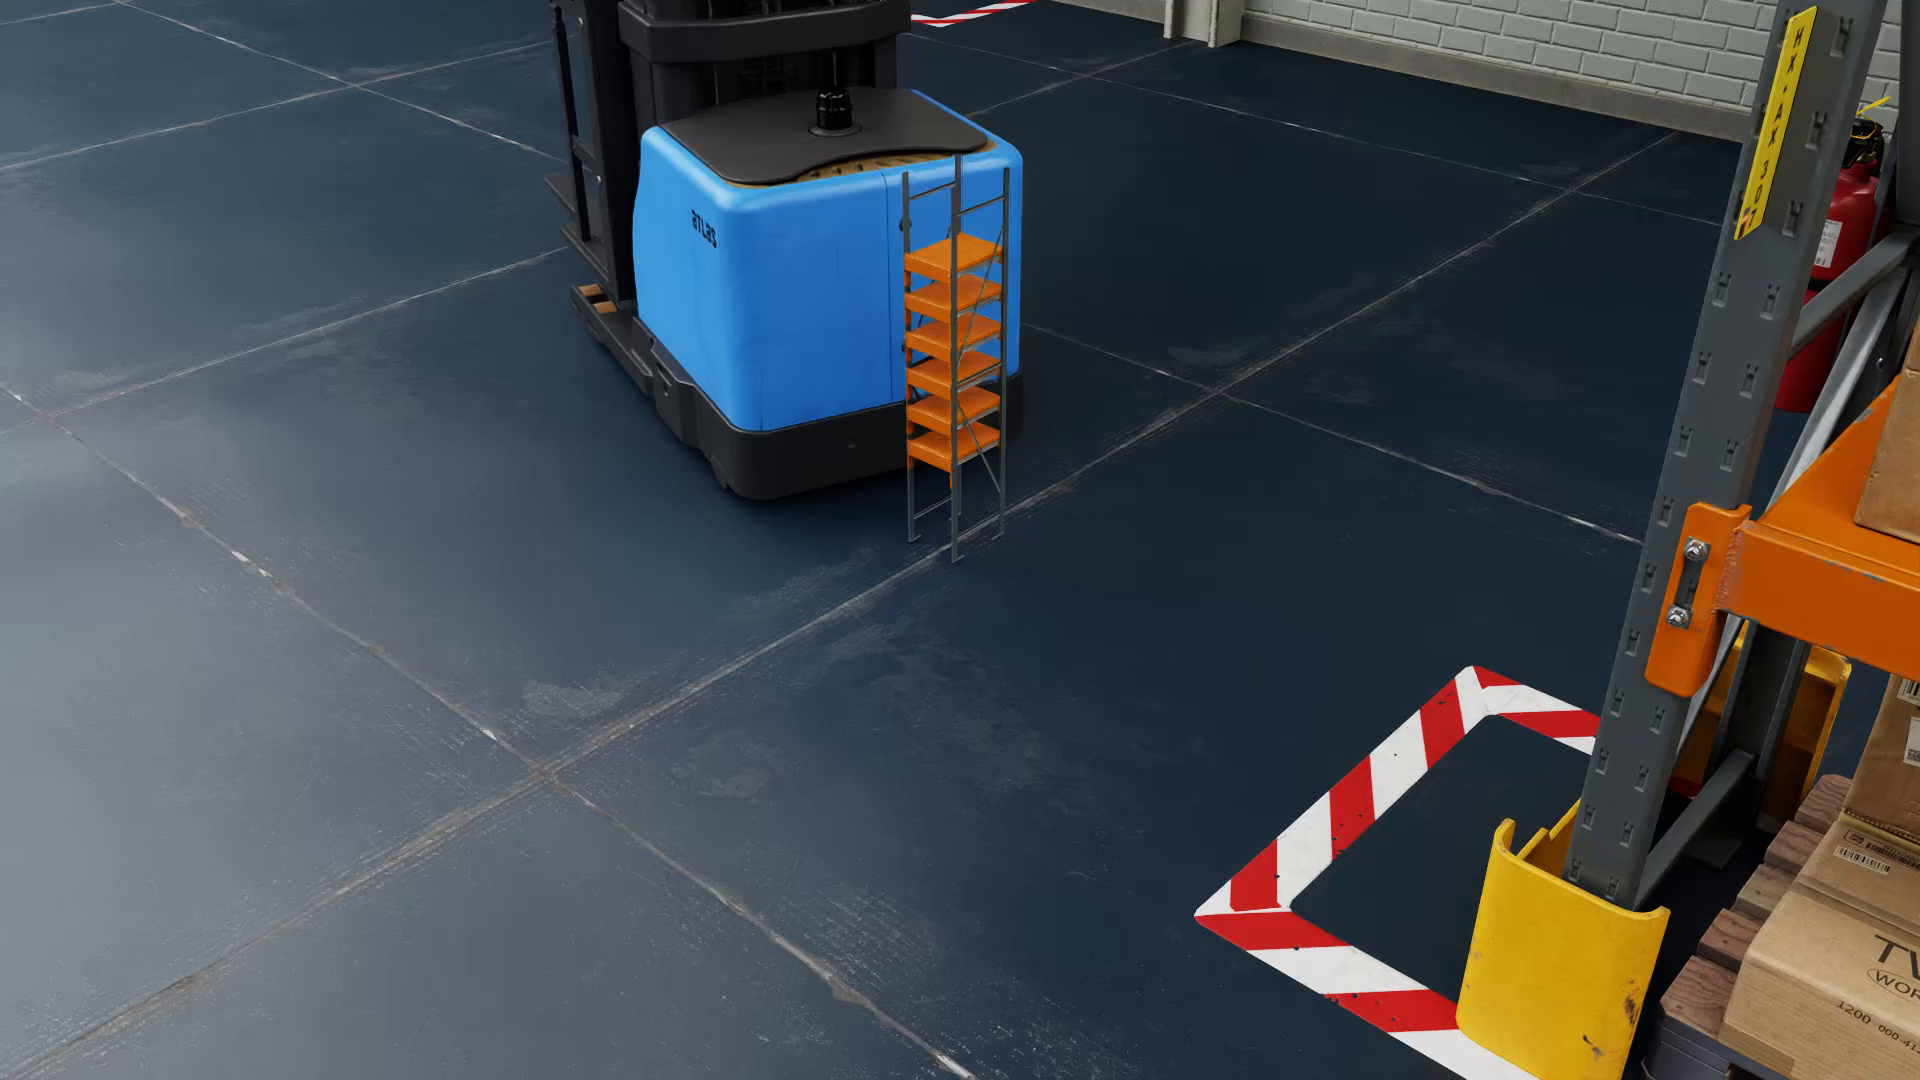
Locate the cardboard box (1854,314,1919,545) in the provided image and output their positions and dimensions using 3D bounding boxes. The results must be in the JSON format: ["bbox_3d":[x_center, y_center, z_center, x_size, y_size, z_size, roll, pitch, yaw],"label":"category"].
[{"bbox_3d":[1.905,-0.287,2.721,0.500,0.500,0.700,25,39,35],"label":"cardboard box"}]

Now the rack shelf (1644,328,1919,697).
[{"bbox_3d":[3.050,0.590,2.059,4.000,0.370,1.077,25,39,35],"label":"rack shelf"}]

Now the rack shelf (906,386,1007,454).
[{"bbox_3d":[-0.011,-0.378,5.034,0.180,0.103,0.258,25,39,35],"label":"rack shelf"}]

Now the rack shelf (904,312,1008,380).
[{"bbox_3d":[-0.011,-0.584,4.910,0.180,0.103,0.258,25,39,35],"label":"rack shelf"}]

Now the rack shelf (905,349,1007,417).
[{"bbox_3d":[-0.011,-0.481,4.972,0.180,0.103,0.258,25,39,35],"label":"rack shelf"}]

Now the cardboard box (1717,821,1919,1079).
[{"bbox_3d":[1.816,0.859,3.174,0.500,0.250,0.500,25,39,35],"label":"cardboard box"}]

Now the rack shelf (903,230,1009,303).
[{"bbox_3d":[-0.011,-0.789,4.786,0.180,0.103,0.258,25,39,35],"label":"rack shelf"}]

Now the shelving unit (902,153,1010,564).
[{"bbox_3d":[-0.011,-0.519,4.949,0.189,1.200,0.258,25,39,35],"label":"shelving unit"}]

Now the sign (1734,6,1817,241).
[{"bbox_3d":[1.191,-0.605,2.430,0.005,0.325,0.100,25,39,35],"label":"sign"}]

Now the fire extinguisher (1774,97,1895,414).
[{"bbox_3d":[1.792,-0.596,3.406,0.183,0.674,0.296,25,39,35],"label":"fire extinguisher"}]

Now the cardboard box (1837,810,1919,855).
[{"bbox_3d":[2.163,0.661,3.503,0.500,0.250,0.500,25,39,35],"label":"cardboard box"}]

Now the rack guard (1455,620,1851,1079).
[{"bbox_3d":[1.550,0.652,3.682,0.348,0.500,1.175,25,39,35],"label":"rack guard"}]

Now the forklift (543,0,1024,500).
[{"bbox_3d":[-0.907,-2.120,5.930,1.130,2.935,3.031,-15,34,-23],"label":"forklift"}]

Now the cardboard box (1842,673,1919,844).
[{"bbox_3d":[2.165,0.338,3.311,0.500,0.500,0.500,25,39,35],"label":"cardboard box"}]

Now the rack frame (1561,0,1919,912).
[{"bbox_3d":[1.567,-0.410,3.023,0.127,3.000,1.000,25,39,35],"label":"rack frame"}]

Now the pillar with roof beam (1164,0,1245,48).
[{"bbox_3d":[-1.349,-5.395,5.486,0.400,9.000,9.100,25,39,35],"label":"pillar with roof beam"}]

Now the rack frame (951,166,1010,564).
[{"bbox_3d":[0.057,-0.487,4.896,0.006,1.200,0.240,25,39,35],"label":"rack frame"}]

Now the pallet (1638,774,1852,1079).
[{"bbox_3d":[2.163,1.033,3.329,1.213,0.211,1.003,25,39,35],"label":"pallet"}]

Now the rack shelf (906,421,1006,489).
[{"bbox_3d":[-0.011,-0.275,5.096,0.180,0.103,0.258,25,39,35],"label":"rack shelf"}]

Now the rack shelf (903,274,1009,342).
[{"bbox_3d":[-0.011,-0.687,4.848,0.180,0.103,0.258,25,39,35],"label":"rack shelf"}]

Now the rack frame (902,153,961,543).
[{"bbox_3d":[-0.079,-0.551,5.001,0.006,1.200,0.240,25,39,35],"label":"rack frame"}]
